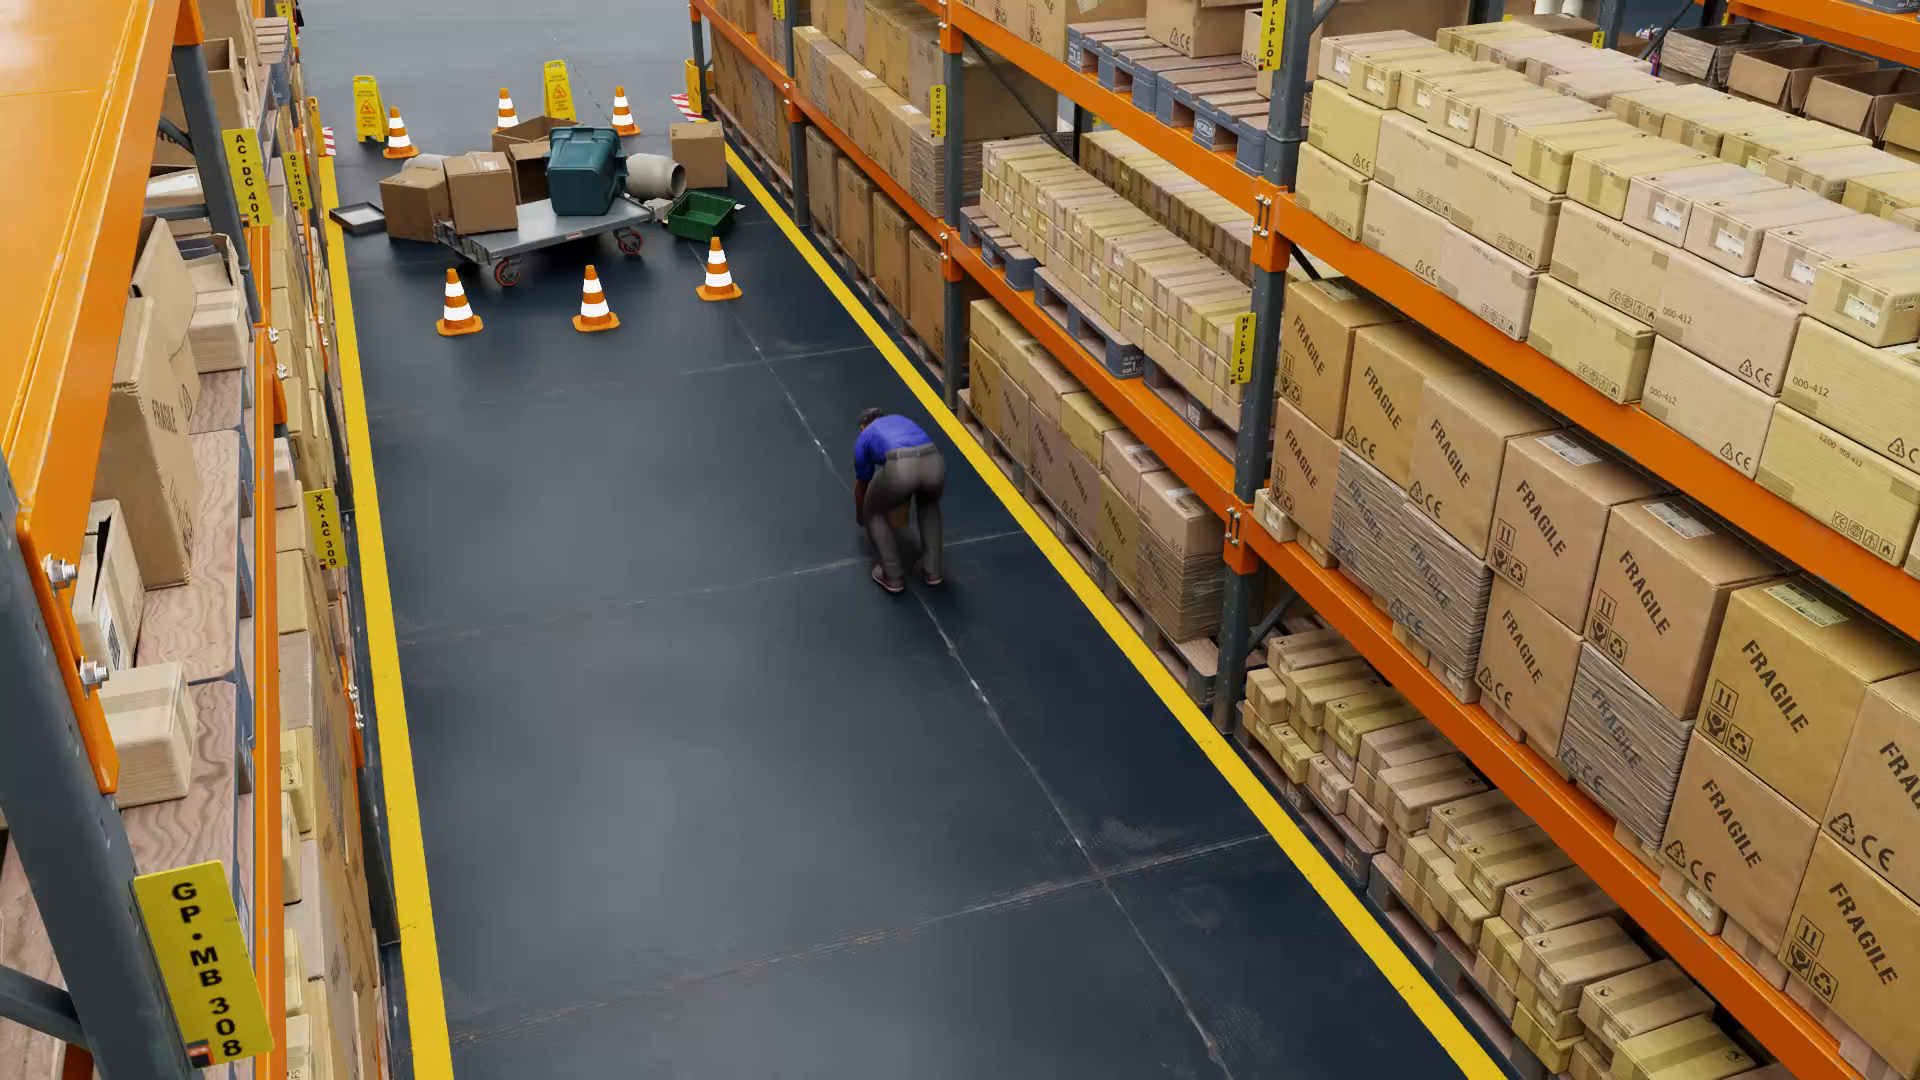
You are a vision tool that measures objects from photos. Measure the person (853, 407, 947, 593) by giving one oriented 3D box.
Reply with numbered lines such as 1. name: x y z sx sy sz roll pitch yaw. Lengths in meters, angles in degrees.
1. person: -0.369 -0.263 9.518 0.450 0.941 0.875 -12 32 -20
